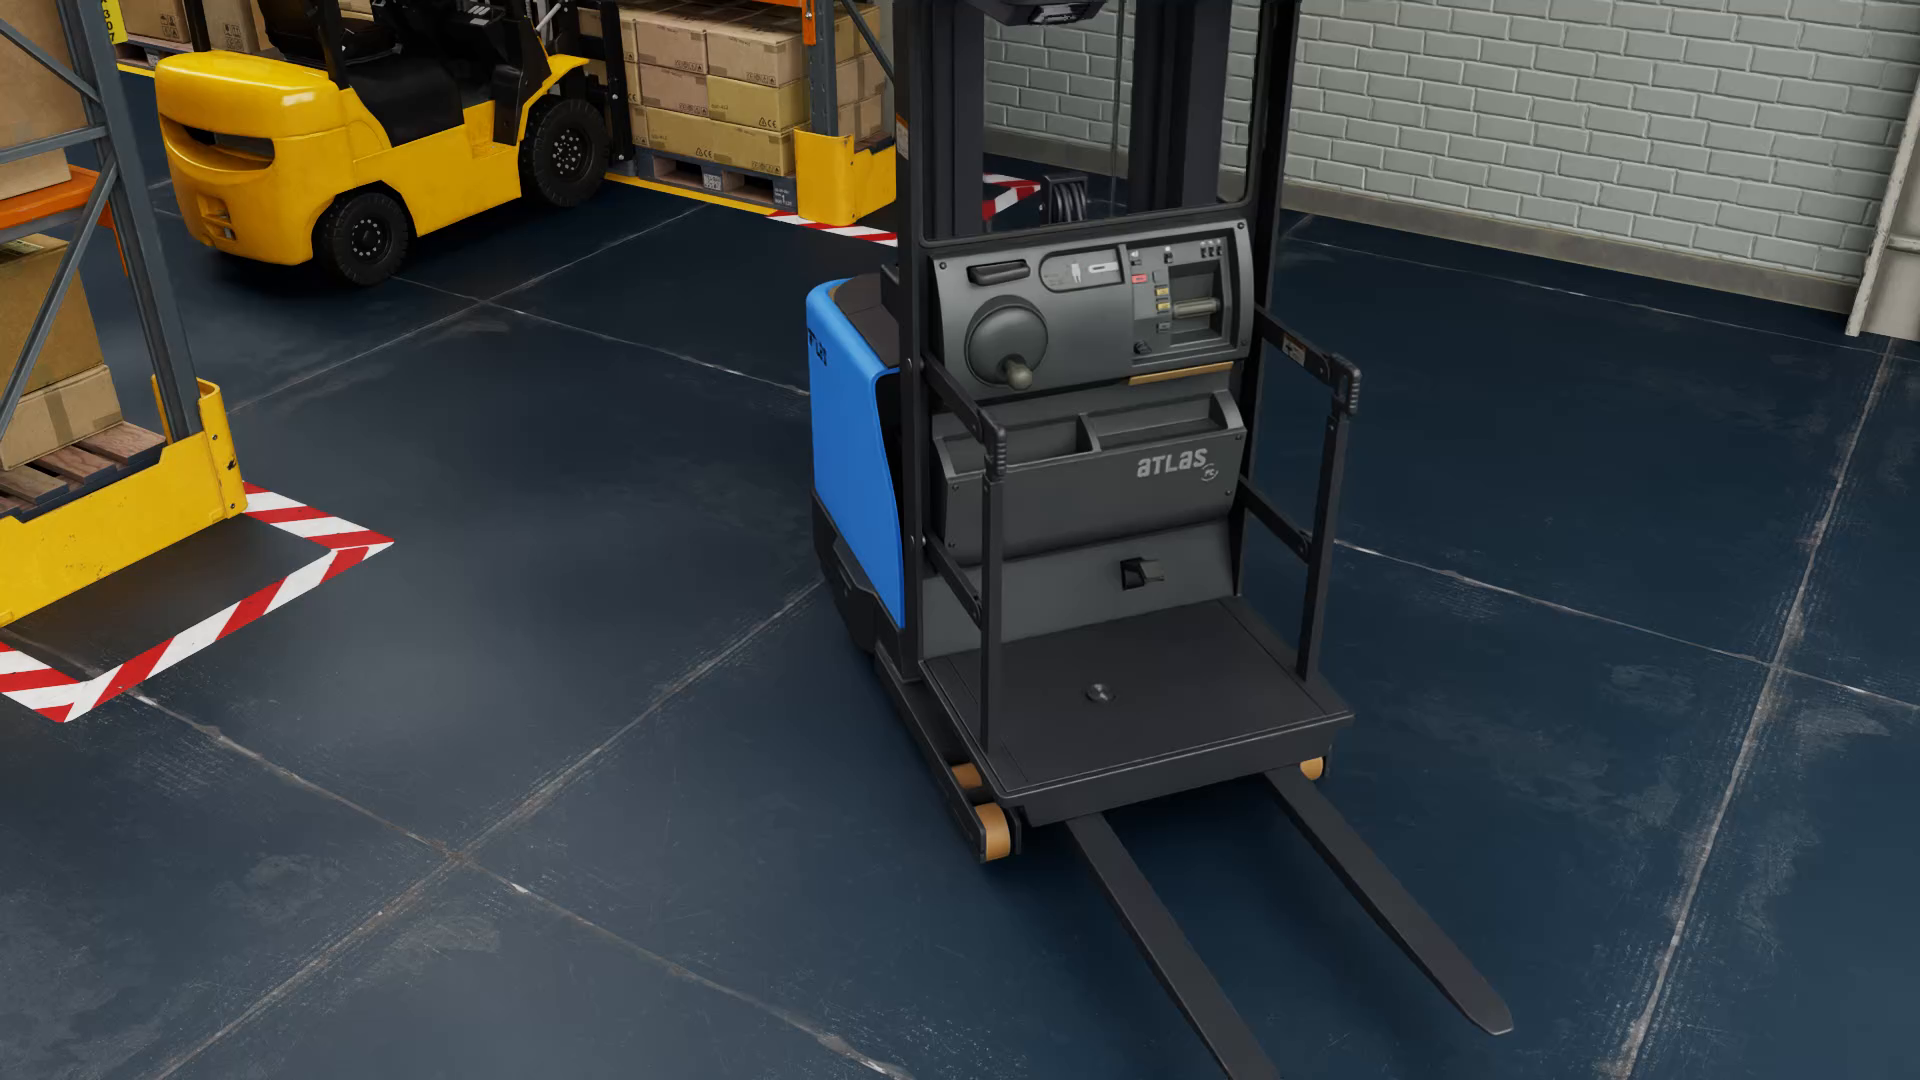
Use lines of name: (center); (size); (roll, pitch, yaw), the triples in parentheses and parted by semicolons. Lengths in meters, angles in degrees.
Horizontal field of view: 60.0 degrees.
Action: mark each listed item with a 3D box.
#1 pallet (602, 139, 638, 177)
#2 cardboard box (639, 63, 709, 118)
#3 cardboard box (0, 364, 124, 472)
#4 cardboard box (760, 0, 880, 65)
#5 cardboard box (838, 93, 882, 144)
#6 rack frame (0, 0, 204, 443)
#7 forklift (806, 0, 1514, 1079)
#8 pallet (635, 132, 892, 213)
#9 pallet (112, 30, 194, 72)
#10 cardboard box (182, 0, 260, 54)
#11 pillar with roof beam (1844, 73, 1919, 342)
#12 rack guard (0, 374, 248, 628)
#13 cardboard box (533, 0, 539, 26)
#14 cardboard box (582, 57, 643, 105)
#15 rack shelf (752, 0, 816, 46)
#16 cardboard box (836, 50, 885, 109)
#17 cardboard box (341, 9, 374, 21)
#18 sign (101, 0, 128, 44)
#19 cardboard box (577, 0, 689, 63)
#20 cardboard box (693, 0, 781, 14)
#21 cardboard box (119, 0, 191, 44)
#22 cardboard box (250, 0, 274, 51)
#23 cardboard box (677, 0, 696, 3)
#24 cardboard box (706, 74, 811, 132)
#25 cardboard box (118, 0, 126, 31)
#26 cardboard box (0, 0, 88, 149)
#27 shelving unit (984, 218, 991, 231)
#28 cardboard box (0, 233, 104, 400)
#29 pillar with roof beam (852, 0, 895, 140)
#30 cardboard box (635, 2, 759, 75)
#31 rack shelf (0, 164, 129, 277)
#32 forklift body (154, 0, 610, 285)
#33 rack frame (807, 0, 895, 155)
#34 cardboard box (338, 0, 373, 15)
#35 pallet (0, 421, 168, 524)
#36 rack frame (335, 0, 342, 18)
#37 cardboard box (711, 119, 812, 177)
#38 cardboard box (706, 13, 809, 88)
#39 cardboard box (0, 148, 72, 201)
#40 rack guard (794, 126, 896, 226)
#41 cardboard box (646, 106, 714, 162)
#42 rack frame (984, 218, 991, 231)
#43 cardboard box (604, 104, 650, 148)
pallet: (-2.202, -2.636, 10.559); (1.213, 0.211, 1.003); (18, 35, 27)
cardboard box: (-1.500, -2.672, 9.669); (0.500, 0.250, 0.500); (17, 34, 27)
cardboard box: (-3.675, -0.535, 6.502); (0.500, 0.250, 0.500); (17, 34, 27)
cardboard box: (-0.809, -2.962, 9.670); (0.500, 0.250, 0.500); (17, 34, 27)
cardboard box: (-0.815, -2.535, 9.931); (0.500, 0.250, 0.500); (18, 35, 28)
rack frame: (-3.138, -1.207, 5.342); (0.127, 3.000, 1.000); (18, 35, 27)
forklift: (0.452, -0.595, 4.362); (1.130, 2.935, 3.031); (-11, 32, -17)
pallet: (-1.173, -2.309, 9.999); (1.213, 0.211, 1.003); (18, 35, 27)
pallet: (-5.573, -3.701, 12.384); (1.213, 0.211, 1.003); (18, 35, 27)
cardboard box: (-4.992, -3.900, 11.898); (0.625, 0.625, 0.875); (17, 34, 27)
pillar with roof beam: (2.180, -3.044, 2.538); (0.400, 9.000, 9.100); (18, 35, 27)
rack guard: (-3.203, -0.148, 6.007); (0.348, 0.500, 1.175); (18, 35, 27)
cardboard box: (-2.352, -3.147, 9.987); (0.500, 0.250, 0.500); (17, 34, 26)
cardboard box: (-1.949, -2.801, 9.891); (0.500, 0.250, 0.500); (17, 34, 26)
rack shelf: (-2.197, -3.552, 10.075); (4.000, 0.370, 1.077); (18, 35, 27)
cardboard box: (-0.790, -2.751, 9.804); (0.500, 0.250, 0.500); (18, 35, 28)
cardboard box: (-3.645, -3.346, 10.825); (0.500, 0.250, 0.500); (17, 34, 27)
sign: (-2.850, -1.813, 5.521); (0.005, 0.325, 0.100); (18, 35, 27)
cardboard box: (-1.927, -3.008, 9.748); (0.500, 0.250, 0.500); (18, 35, 28)
cardboard box: (-1.234, -3.094, 9.896); (0.500, 0.250, 0.500); (18, 35, 27)
cardboard box: (-5.629, -4.100, 12.242); (0.625, 0.625, 0.875); (16, 34, 25)
cardboard box: (-4.338, -3.689, 11.536); (0.625, 0.625, 0.875); (19, 35, 29)
cardboard box: (-1.652, -3.233, 10.134); (0.500, 0.250, 0.500); (17, 34, 27)
cardboard box: (-1.081, -2.533, 9.431); (0.500, 0.250, 0.500); (17, 34, 27)
cardboard box: (-6.200, -4.281, 12.551); (0.625, 0.625, 0.875); (19, 35, 29)
cardboard box: (-3.392, -1.624, 5.663); (0.500, 0.500, 0.500); (17, 34, 27)
shelving unit: (-0.039, -0.623, 6.126); (0.258, 1.200, 0.189); (-10, 32, -17)
cardboard box: (-3.695, -0.865, 6.324); (0.500, 0.500, 0.500); (16, 34, 26)
pillar with roof beam: (-2.902, -4.652, 5.293); (0.400, 9.000, 9.100); (18, 35, 27)
cardboard box: (-1.494, -2.877, 9.524); (0.500, 0.250, 0.500); (18, 35, 28)
rack shelf: (-4.832, -1.432, 6.442); (4.000, 0.370, 1.077); (18, 35, 27)
forklift body: (-3.079, -2.689, 8.725); (1.214, 2.155, 2.313); (18, 35, 27)
rack frame: (-0.503, -3.327, 8.975); (0.127, 3.000, 1.000); (18, 35, 27)
cardboard box: (-3.648, -3.560, 10.696); (0.500, 0.250, 0.500); (17, 34, 27)
pallet: (-3.872, -0.256, 6.479); (1.213, 0.211, 1.003); (18, 35, 27)
rack frame: (-3.891, -4.398, 10.812); (0.127, 3.000, 1.000); (18, 35, 27)
cardboard box: (-1.069, -2.311, 9.547); (0.500, 0.250, 0.500); (18, 35, 28)
cardboard box: (-1.058, -2.742, 9.294); (0.500, 0.250, 0.500); (19, 35, 29)
cardboard box: (-3.316, -1.278, 5.713); (0.250, 0.149, 0.380); (18, 35, 28)
rack guard: (-0.482, -2.240, 9.594); (0.348, 0.500, 1.175); (18, 35, 27)
cardboard box: (-1.485, -2.449, 9.782); (0.500, 0.250, 0.500); (18, 35, 27)
rack frame: (-0.007, -0.579, 6.052); (0.240, 1.200, 0.006); (-10, 32, -17)
cardboard box: (-1.904, -2.586, 10.019); (0.500, 0.250, 0.500); (18, 35, 28)
